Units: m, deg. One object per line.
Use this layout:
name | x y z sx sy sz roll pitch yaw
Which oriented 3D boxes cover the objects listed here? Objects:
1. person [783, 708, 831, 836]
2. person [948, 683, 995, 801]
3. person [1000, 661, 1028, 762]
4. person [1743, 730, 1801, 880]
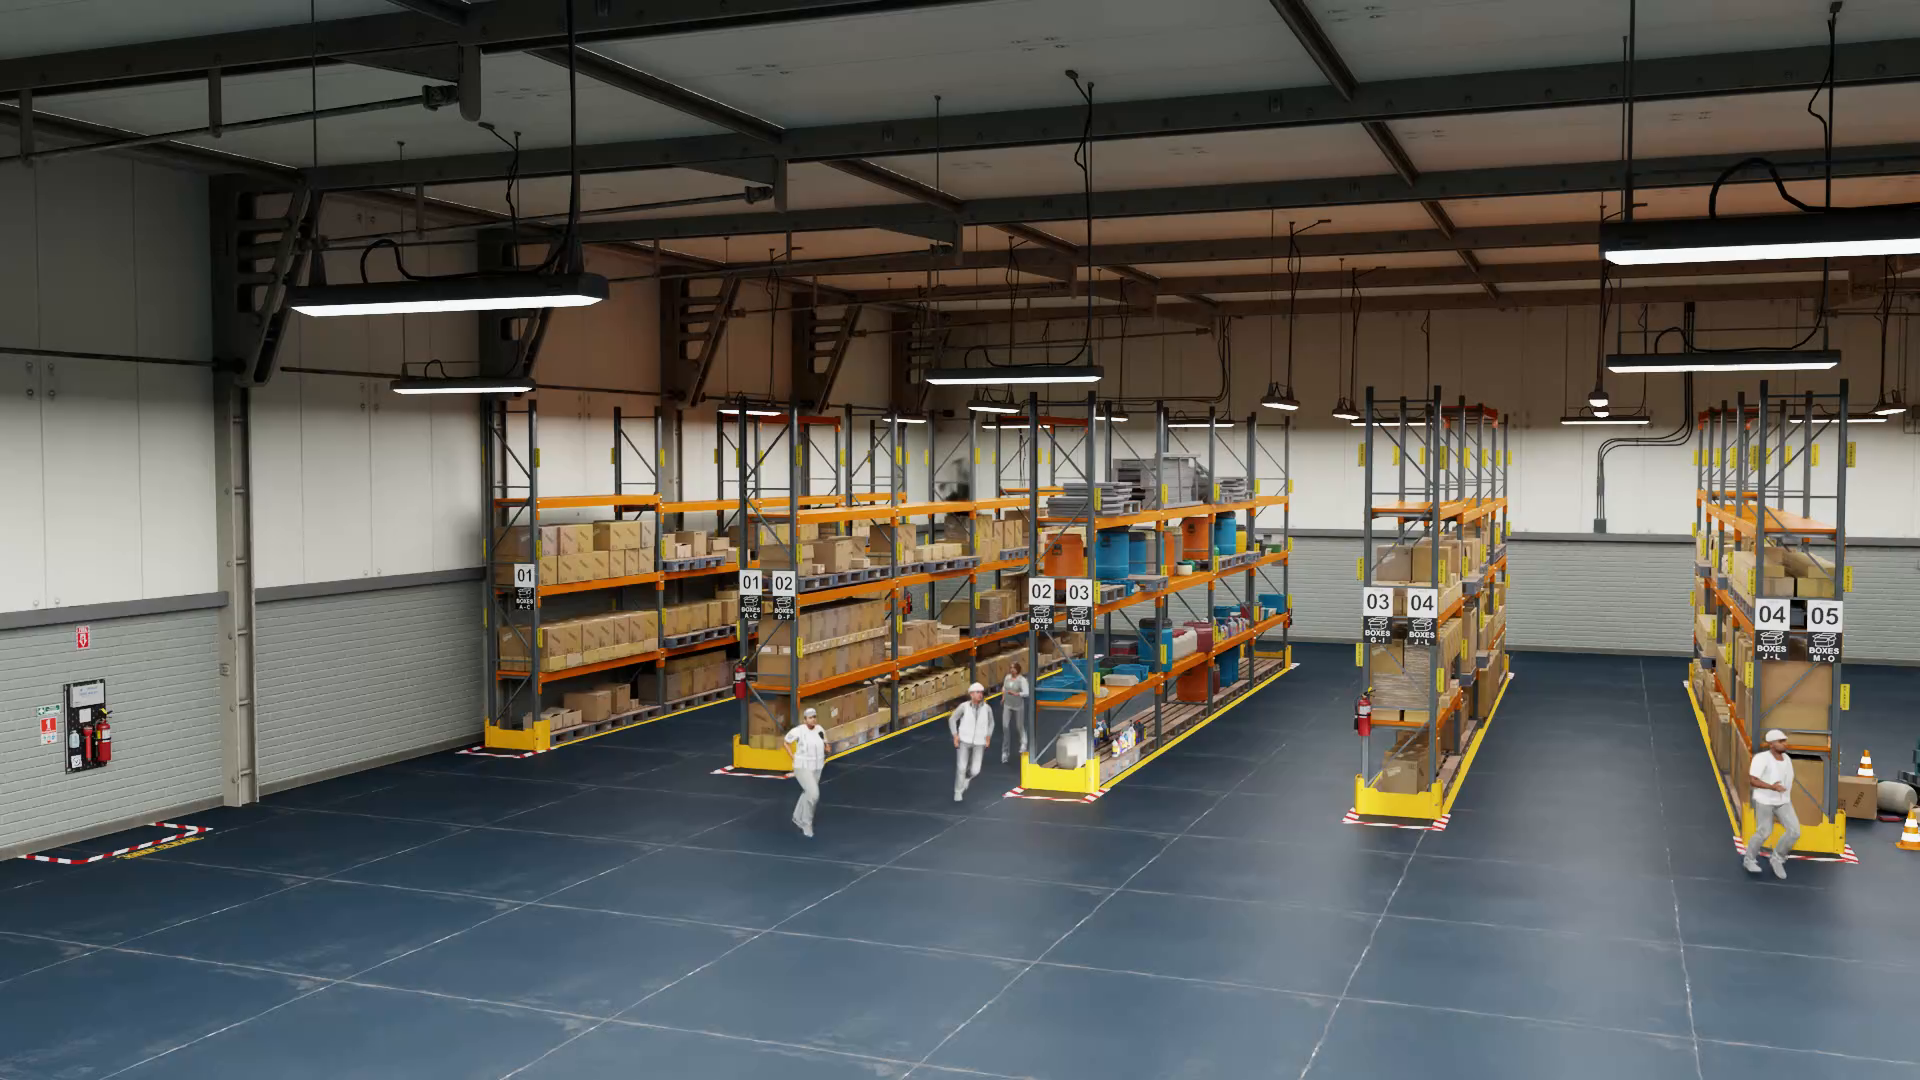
person | -2.005 3.097 22.238 0.572 1.729 0.727 -3 4 -43
person | 0.182 2.953 24.439 0.702 1.702 0.543 0 3 -9
person | 0.903 2.823 27.635 0.519 1.626 0.797 1 3 20
person | 9.725 3.144 19.843 0.664 1.771 0.703 -1 3 -15
